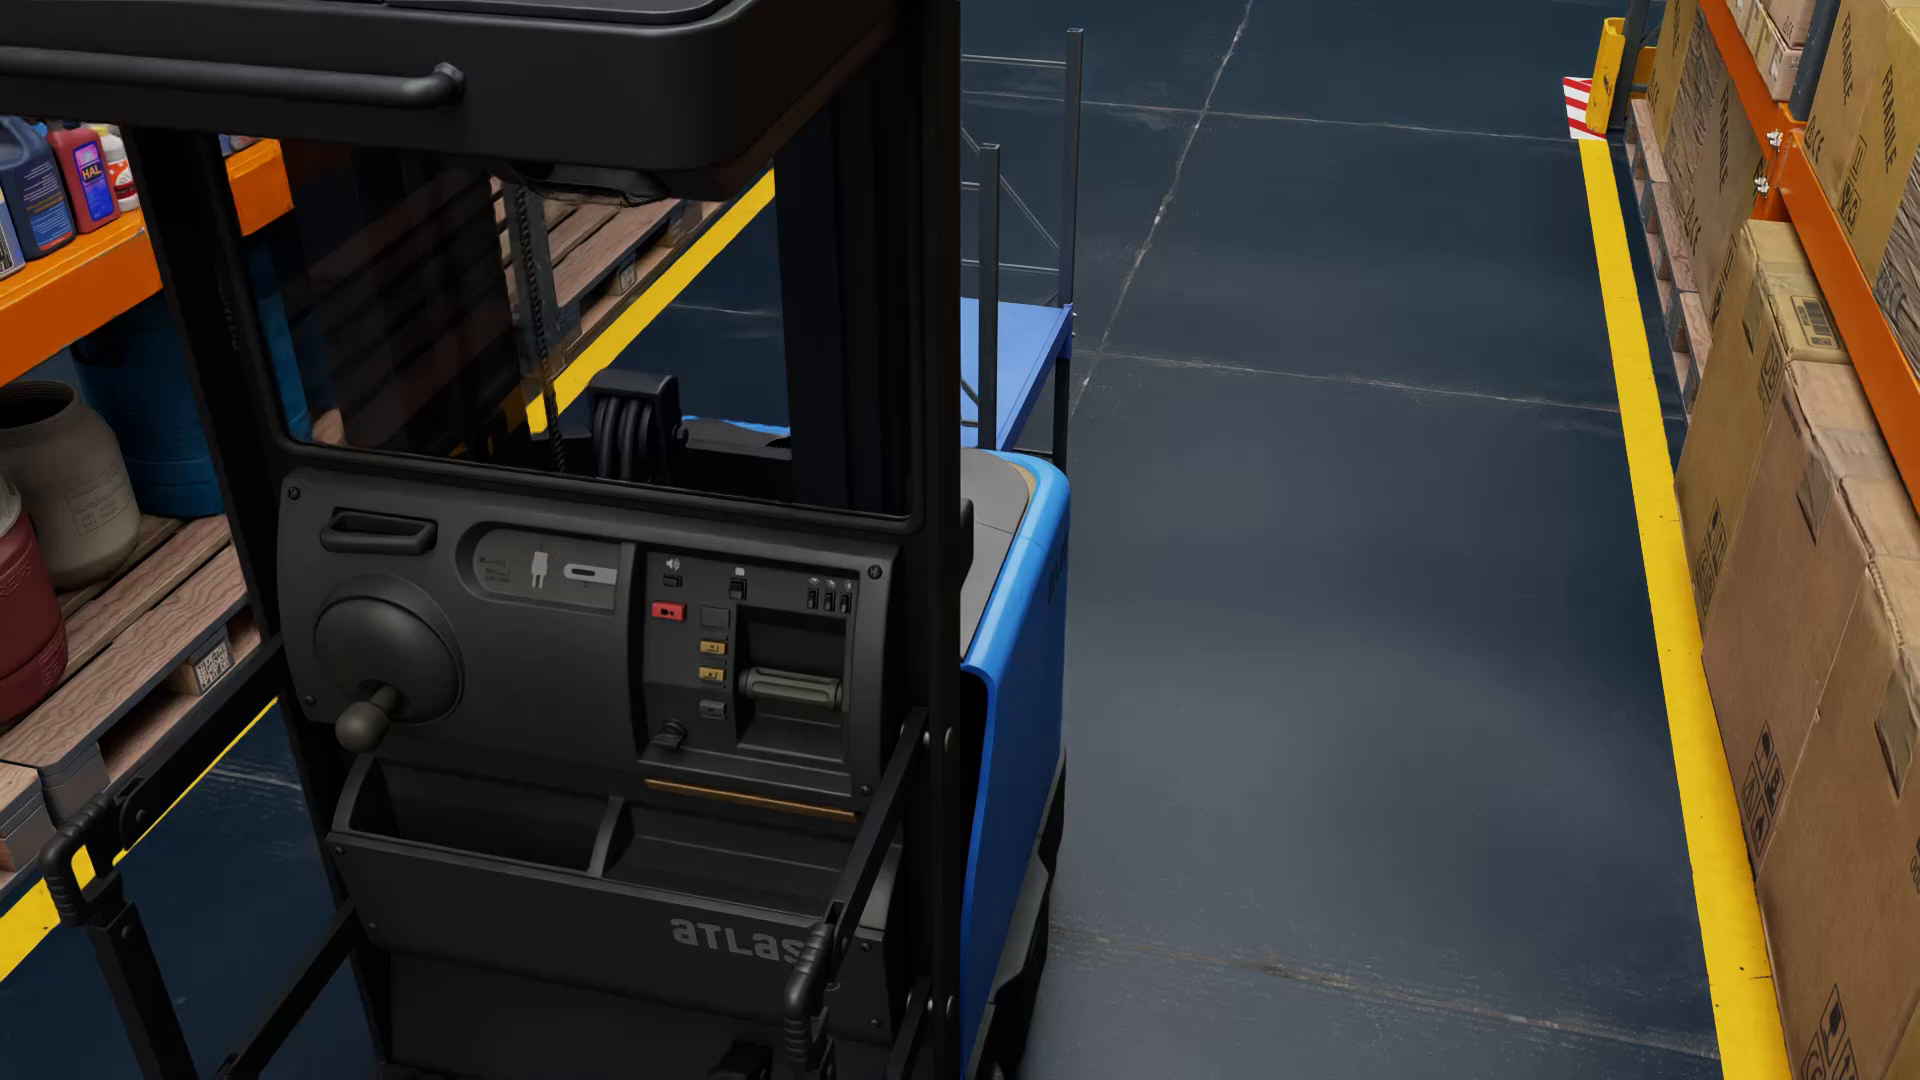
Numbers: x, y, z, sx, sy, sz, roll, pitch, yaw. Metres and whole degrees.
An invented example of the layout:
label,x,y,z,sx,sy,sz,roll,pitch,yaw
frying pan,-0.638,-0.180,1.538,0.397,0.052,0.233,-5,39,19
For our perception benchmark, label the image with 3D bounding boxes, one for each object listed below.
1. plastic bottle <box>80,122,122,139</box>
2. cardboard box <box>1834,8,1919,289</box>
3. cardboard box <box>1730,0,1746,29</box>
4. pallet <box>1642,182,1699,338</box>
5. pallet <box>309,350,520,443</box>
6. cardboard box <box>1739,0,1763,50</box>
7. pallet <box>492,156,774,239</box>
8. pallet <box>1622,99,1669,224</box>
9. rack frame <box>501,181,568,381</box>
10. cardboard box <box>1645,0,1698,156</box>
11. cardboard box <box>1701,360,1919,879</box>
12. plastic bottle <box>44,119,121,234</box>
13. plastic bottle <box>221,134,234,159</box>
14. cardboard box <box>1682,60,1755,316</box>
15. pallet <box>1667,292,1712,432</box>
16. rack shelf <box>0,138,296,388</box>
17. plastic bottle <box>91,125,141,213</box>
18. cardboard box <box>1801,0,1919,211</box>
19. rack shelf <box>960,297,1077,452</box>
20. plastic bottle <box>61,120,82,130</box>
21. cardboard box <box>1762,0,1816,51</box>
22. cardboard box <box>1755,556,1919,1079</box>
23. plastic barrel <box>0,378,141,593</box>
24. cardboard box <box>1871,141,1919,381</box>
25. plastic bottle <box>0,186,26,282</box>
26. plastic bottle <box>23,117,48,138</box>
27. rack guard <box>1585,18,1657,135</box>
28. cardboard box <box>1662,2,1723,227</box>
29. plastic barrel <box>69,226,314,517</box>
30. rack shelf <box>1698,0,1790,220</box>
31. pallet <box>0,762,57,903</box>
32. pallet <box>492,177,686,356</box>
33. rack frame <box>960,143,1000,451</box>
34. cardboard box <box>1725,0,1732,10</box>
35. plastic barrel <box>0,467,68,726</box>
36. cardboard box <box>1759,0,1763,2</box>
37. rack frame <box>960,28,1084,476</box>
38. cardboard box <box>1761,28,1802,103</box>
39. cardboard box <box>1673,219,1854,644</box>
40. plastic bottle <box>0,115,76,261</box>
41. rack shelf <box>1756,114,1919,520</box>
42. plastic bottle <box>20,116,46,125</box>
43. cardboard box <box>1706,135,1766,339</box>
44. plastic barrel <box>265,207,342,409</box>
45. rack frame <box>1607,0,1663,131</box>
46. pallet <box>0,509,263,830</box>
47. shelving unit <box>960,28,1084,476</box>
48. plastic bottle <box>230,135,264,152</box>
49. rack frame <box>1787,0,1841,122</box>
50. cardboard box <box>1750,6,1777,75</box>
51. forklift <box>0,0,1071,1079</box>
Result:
label,x,y,z,sx,sy,sz,roll,pitch,yaw
plastic bottle,-2.080,-1.008,4.155,0.152,0.276,0.135,8,33,12
cardboard box,2.327,-0.852,3.702,0.500,0.500,0.500,8,33,12
cardboard box,2.768,-1.773,5.477,0.380,0.149,0.250,9,33,13
pallet,3.388,-1.118,6.812,1.003,0.211,1.213,8,33,12
pallet,-2.215,-0.379,5.649,1.003,0.211,1.213,8,33,12
cardboard box,2.703,-1.640,5.267,0.380,0.149,0.250,7,33,12
pallet,-1.522,-1.795,7.878,1.003,0.211,1.213,8,33,12
pallet,3.700,-1.749,7.805,1.003,0.211,1.213,8,33,12
rack frame,-1.979,-1.950,5.522,1.000,3.000,0.127,8,33,12
cardboard box,3.742,-2.289,7.644,0.875,0.875,0.875,8,33,12
cardboard box,2.443,0.242,3.662,1.225,0.875,0.875,7,33,11
plastic bottle,-2.095,-0.885,3.955,0.061,0.283,0.133,8,33,12
plastic bottle,-2.021,-1.128,4.345,0.152,0.276,0.135,8,33,12
cardboard box,3.285,-1.355,6.175,0.875,0.875,0.875,8,33,12
pallet,3.080,-0.483,5.813,1.003,0.211,1.213,8,33,12
rack shelf,-2.487,-0.609,4.082,1.077,0.370,4.000,8,33,12
plastic bottle,-2.083,-0.913,4.075,0.097,0.201,0.097,0,32,0
cardboard box,2.453,-1.113,4.112,0.500,0.500,0.500,8,33,13
rack shelf,-0.022,-0.437,4.875,0.538,0.185,1.000,8,33,12
plastic bottle,-2.205,-1.013,4.168,0.097,0.271,0.097,0,32,0
cardboard box,2.670,-1.603,4.838,0.500,0.250,0.500,7,33,11
cardboard box,2.226,0.702,2.938,1.225,0.875,0.875,8,33,13
plastic barrel,-2.543,-0.149,4.616,0.421,0.512,0.421,0,32,0
cardboard box,2.199,-0.593,3.293,0.500,0.500,0.500,7,33,11
plastic bottle,-2.220,-0.722,3.706,0.152,0.276,0.135,8,33,12
plastic bottle,-2.176,-0.881,3.960,0.097,0.271,0.097,0,32,0
rack guard,3.833,-2.309,8.416,1.175,0.500,0.348,8,33,12
cardboard box,3.511,-1.817,6.901,0.875,0.875,0.875,8,33,12
plastic barrel,-2.313,-0.595,4.954,0.600,0.901,0.708,8,33,12
rack shelf,3.319,-2.010,6.287,1.077,0.370,4.000,8,33,12
pallet,-2.834,0.887,3.657,1.003,0.211,1.213,8,33,12
pallet,-1.830,-1.160,6.879,1.003,0.211,1.213,8,33,12
rack frame,-0.151,-0.325,4.363,0.500,1.500,0.032,8,33,12
cardboard box,2.833,-1.907,5.688,0.380,0.149,0.250,9,33,13
plastic barrel,-2.600,0.124,4.116,0.600,0.588,0.708,8,33,12
cardboard box,2.799,-1.872,5.261,0.500,0.250,0.500,9,34,14
rack frame,0.107,-0.852,5.193,0.500,1.500,0.032,8,33,12
cardboard box,2.572,-1.373,4.848,0.380,0.149,0.250,8,33,13
cardboard box,2.669,-0.222,4.392,1.225,0.875,0.875,8,33,13
plastic bottle,-2.175,-0.836,3.816,0.144,0.351,0.185,8,33,12
rack shelf,2.304,0.065,3.022,1.077,0.370,4.000,8,33,12
plastic bottle,-2.553,-1.208,4.471,0.152,0.276,0.135,8,33,12
cardboard box,3.057,-0.888,5.440,0.875,0.875,0.875,8,33,12
plastic barrel,-2.134,-0.962,5.532,0.600,0.901,0.708,8,33,12
rack frame,3.827,-3.352,7.726,1.000,3.000,0.127,8,33,12
pallet,-2.523,0.256,4.650,1.003,0.211,1.213,8,33,12
shelving unit,-0.022,-0.589,4.778,0.538,1.500,1.048,8,33,12
plastic bottle,-1.987,-1.198,4.454,0.152,0.276,0.135,8,33,12
rack frame,2.812,-1.276,4.461,1.000,3.000,0.127,8,33,12
cardboard box,2.638,-1.507,5.058,0.380,0.149,0.250,9,33,13
forklift,-0.597,0.200,2.203,1.130,2.935,3.031,7,33,11
